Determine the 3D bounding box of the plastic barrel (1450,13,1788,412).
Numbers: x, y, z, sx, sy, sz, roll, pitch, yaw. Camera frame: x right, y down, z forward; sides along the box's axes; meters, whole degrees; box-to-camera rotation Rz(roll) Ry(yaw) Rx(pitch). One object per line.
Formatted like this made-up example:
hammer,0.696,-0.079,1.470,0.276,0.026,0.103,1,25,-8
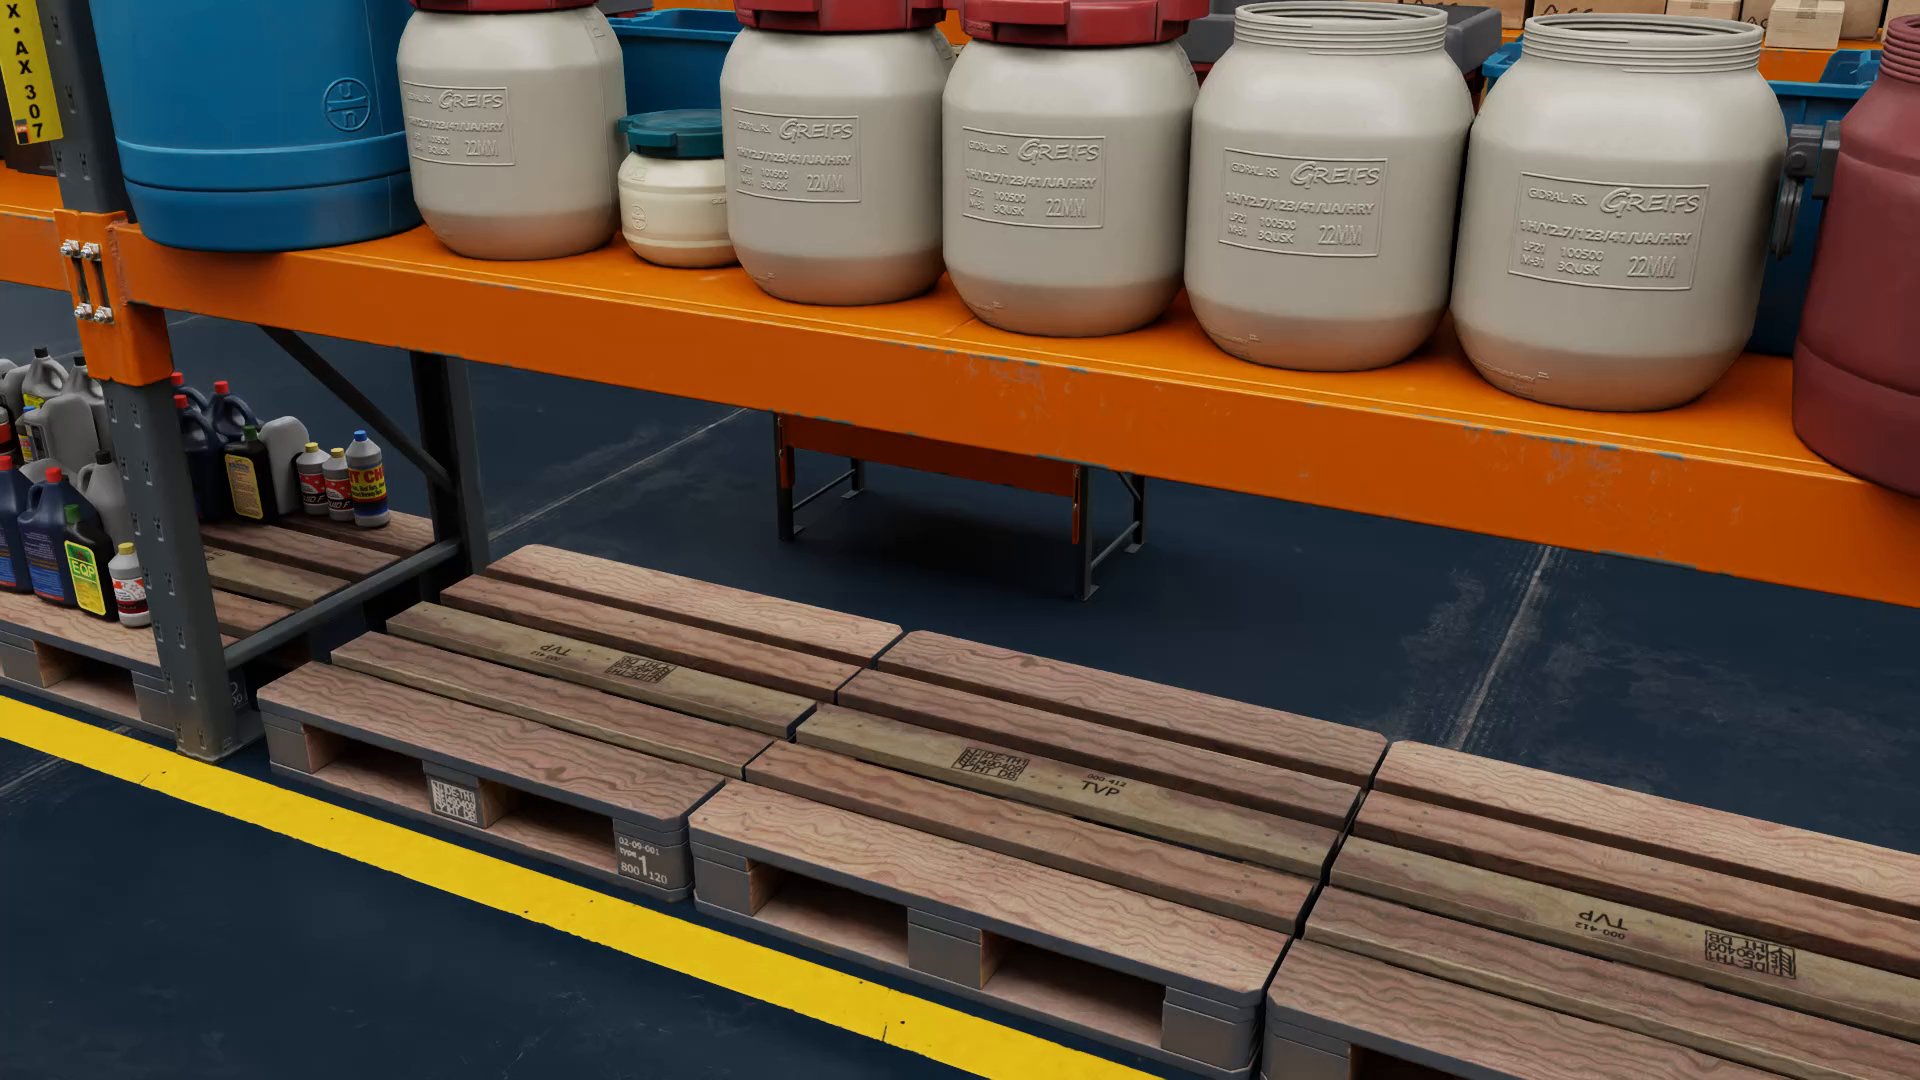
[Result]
plastic barrel,0.941,-0.476,2.395,0.421,0.512,0.421,0,23,0

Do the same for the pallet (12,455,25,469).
pallet,-3.287,-0.089,5.190,1.213,0.211,1.003,11,25,25

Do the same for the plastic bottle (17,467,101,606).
plastic bottle,-2.319,-0.021,4.289,0.185,0.351,0.144,10,25,23

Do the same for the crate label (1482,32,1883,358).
crate label,1.191,-0.604,2.793,0.616,0.435,0.502,11,25,25

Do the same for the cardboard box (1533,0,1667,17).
cardboard box,2.689,-2.384,6.895,0.500,0.500,0.500,10,25,22

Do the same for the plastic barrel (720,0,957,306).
plastic barrel,-0.204,-0.712,2.917,0.433,0.535,0.433,0,23,0

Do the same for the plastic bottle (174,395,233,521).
plastic bottle,-2.212,-0.245,4.816,0.185,0.351,0.144,11,25,25

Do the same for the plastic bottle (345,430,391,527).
plastic bottle,-1.701,-0.181,4.766,0.097,0.271,0.097,0,23,0

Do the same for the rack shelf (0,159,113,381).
rack shelf,-3.399,-1.046,4.797,4.000,0.370,1.077,11,25,25

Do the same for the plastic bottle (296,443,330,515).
plastic bottle,-1.882,-0.184,4.864,0.097,0.201,0.097,0,23,0

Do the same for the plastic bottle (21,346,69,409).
plastic bottle,-2.861,-0.436,5.266,0.185,0.351,0.144,12,26,27

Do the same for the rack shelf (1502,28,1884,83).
rack shelf,2.409,-2.069,7.202,4.000,0.370,1.077,11,25,25

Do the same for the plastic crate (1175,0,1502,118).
plastic crate,0.652,-0.740,3.075,0.583,0.464,0.402,11,25,25

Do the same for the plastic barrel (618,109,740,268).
plastic barrel,-0.502,-0.673,3.177,0.301,0.262,0.301,0,23,0

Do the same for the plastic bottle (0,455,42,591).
plastic bottle,-2.490,-0.055,4.368,0.185,0.351,0.144,10,25,22

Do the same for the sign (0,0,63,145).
sign,-1.872,-0.961,3.324,0.005,0.325,0.100,11,25,25

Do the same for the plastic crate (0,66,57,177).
plastic crate,-2.024,-1.133,4.160,0.504,0.338,0.767,11,25,25

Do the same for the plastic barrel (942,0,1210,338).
plastic barrel,0.182,-0.635,2.737,0.433,0.535,0.433,0,23,0

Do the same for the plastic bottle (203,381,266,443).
plastic bottle,-2.147,-0.295,4.934,0.185,0.351,0.144,12,26,26

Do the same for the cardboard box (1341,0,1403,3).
cardboard box,1.772,-2.565,7.321,0.500,0.500,0.500,13,26,28

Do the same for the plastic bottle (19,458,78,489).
plastic bottle,-2.446,-0.076,4.515,0.135,0.276,0.152,11,25,25

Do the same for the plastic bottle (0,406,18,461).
plastic bottle,-3.050,-0.349,5.251,0.097,0.201,0.097,0,23,0

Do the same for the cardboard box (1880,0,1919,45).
cardboard box,3.889,-2.086,6.436,0.500,0.311,0.500,13,26,28

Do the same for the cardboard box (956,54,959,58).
cardboard box,-0.098,-2.303,8.852,0.500,0.500,0.500,11,25,25

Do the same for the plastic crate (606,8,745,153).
plastic crate,-0.489,-0.931,3.626,0.575,0.384,0.392,11,25,25

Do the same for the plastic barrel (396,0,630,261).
plastic barrel,-0.859,-0.841,3.222,0.433,0.535,0.433,0,23,0

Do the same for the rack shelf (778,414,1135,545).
rack shelf,0.006,-0.291,5.123,1.000,0.278,0.538,11,25,25

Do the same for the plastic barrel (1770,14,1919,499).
plastic barrel,1.405,-0.357,2.082,0.708,0.536,0.600,11,25,25

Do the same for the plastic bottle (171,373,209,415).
plastic bottle,-2.316,-0.329,5.012,0.185,0.351,0.144,10,25,22

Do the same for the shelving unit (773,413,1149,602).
shelving unit,0.006,-0.516,5.027,1.048,1.125,0.538,11,25,25

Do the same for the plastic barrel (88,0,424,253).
plastic barrel,-1.406,-1.081,3.318,0.708,0.901,0.600,11,25,25

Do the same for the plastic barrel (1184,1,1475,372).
plastic barrel,0.565,-0.551,2.570,0.421,0.512,0.421,0,23,0

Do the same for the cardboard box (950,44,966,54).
cardboard box,-0.137,-4.002,13.702,0.500,0.311,0.500,8,24,19

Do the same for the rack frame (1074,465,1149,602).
rack frame,0.460,-0.427,4.816,0.032,1.125,0.500,11,25,25

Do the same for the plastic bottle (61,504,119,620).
plastic bottle,-2.192,0.054,4.200,0.133,0.283,0.061,13,26,27

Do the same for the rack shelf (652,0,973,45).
rack shelf,-1.161,-2.776,8.863,4.000,0.370,1.077,11,25,25

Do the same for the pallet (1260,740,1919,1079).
pallet,1.282,0.815,3.064,1.213,0.211,1.003,11,25,25

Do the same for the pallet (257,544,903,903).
pallet,-0.896,0.384,4.077,1.213,0.211,1.003,11,25,25

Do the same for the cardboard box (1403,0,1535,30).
cardboard box,2.219,-2.477,7.113,0.500,0.500,0.500,11,25,25

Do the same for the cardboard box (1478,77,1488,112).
cardboard box,4.004,-3.339,11.900,0.500,0.500,0.700,11,25,24

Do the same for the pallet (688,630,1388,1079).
pallet,0.197,0.599,3.572,1.213,0.211,1.003,11,25,25

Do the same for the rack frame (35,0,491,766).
rack frame,-1.614,-1.024,3.826,0.127,3.000,1.000,11,25,25

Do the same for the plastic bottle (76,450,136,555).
plastic bottle,-2.254,-0.071,4.407,0.185,0.351,0.144,11,25,25

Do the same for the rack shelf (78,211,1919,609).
rack shelf,0.171,-0.340,3.136,4.000,0.370,1.077,11,25,25

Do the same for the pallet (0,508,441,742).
pallet,-2.195,0.126,4.684,1.213,0.211,1.003,11,25,25

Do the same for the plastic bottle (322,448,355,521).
plastic bottle,-1.791,-0.166,4.822,0.097,0.201,0.097,0,23,0

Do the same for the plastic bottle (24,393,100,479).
plastic bottle,-2.739,-0.313,5.071,0.135,0.276,0.152,11,25,25

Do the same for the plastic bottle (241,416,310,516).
plastic bottle,-2.002,-0.230,4.877,0.135,0.276,0.152,12,26,26

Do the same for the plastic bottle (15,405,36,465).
plastic bottle,-2.876,-0.318,5.178,0.097,0.201,0.097,0,23,0

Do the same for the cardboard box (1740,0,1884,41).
cardboard box,3.483,-2.232,6.779,0.500,0.311,0.500,11,25,24

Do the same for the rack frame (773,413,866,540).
rack frame,-0.448,-0.606,5.238,0.032,1.125,0.500,11,25,25

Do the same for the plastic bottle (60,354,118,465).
plastic bottle,-2.695,-0.404,5.189,0.185,0.351,0.144,11,25,24

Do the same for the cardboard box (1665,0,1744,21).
cardboard box,3.030,-2.137,6.764,0.250,0.149,0.380,13,26,28

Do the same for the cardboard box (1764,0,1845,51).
cardboard box,3.267,-1.994,6.427,0.250,0.149,0.380,11,25,25

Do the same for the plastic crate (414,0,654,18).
plastic crate,-1.044,-1.075,3.863,0.583,0.464,0.402,11,25,25

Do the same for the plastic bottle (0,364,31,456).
plastic bottle,-3.011,-0.430,5.346,0.135,0.276,0.152,10,25,23

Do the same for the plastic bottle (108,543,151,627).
plastic bottle,-2.078,0.106,4.182,0.097,0.201,0.097,0,23,0

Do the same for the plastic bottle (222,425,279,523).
plastic bottle,-2.049,-0.196,4.788,0.133,0.283,0.061,11,25,25

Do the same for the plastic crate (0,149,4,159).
plastic crate,-2.724,-1.056,4.091,0.616,0.251,0.499,11,25,25

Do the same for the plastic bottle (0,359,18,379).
plastic bottle,-3.134,-0.454,5.404,0.135,0.276,0.152,11,26,25
